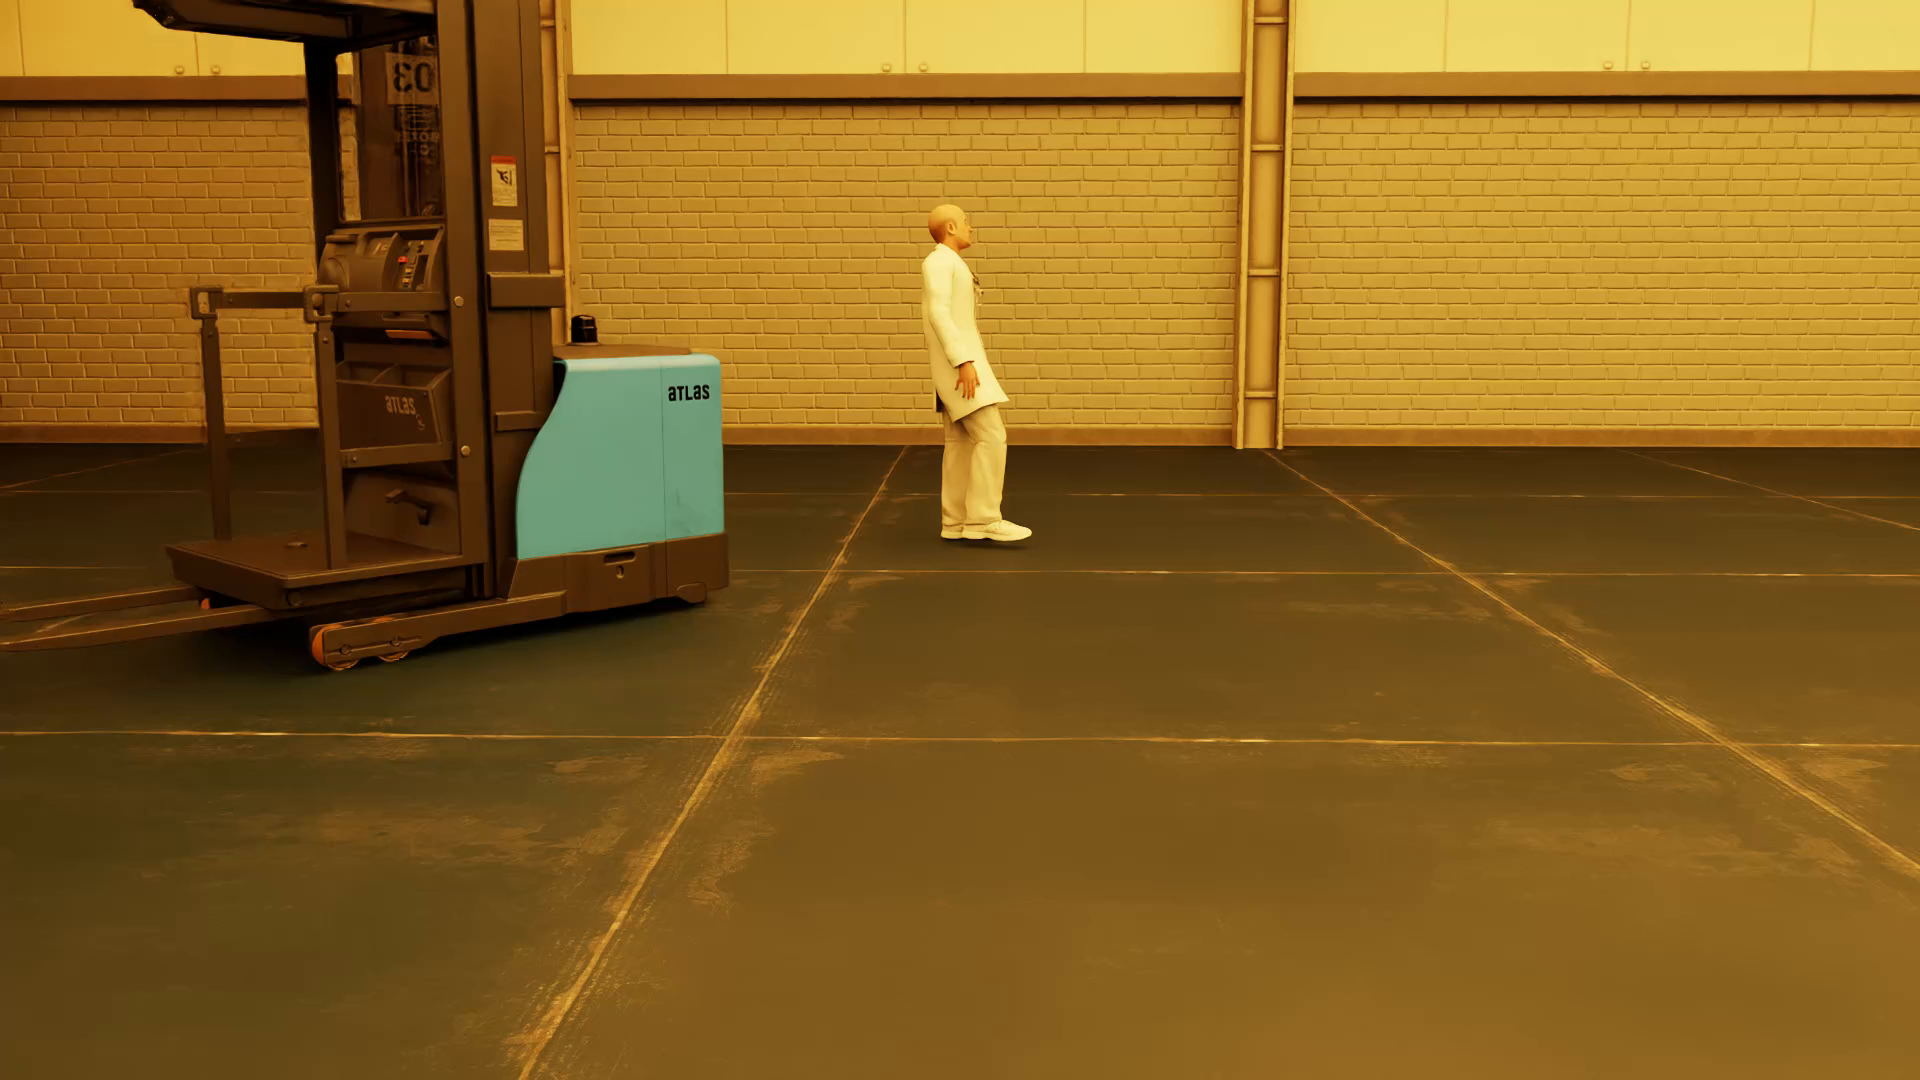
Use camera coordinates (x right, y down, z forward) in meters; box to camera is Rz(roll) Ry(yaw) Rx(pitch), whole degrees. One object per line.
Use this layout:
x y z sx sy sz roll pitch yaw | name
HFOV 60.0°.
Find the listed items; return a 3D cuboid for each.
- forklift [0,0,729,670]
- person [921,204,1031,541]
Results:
-2.391 -1.069 6.292 1.130 2.935 3.031 8 12 44 | forklift
0.091 -0.885 8.860 0.582 1.775 0.694 0 9 1 | person
